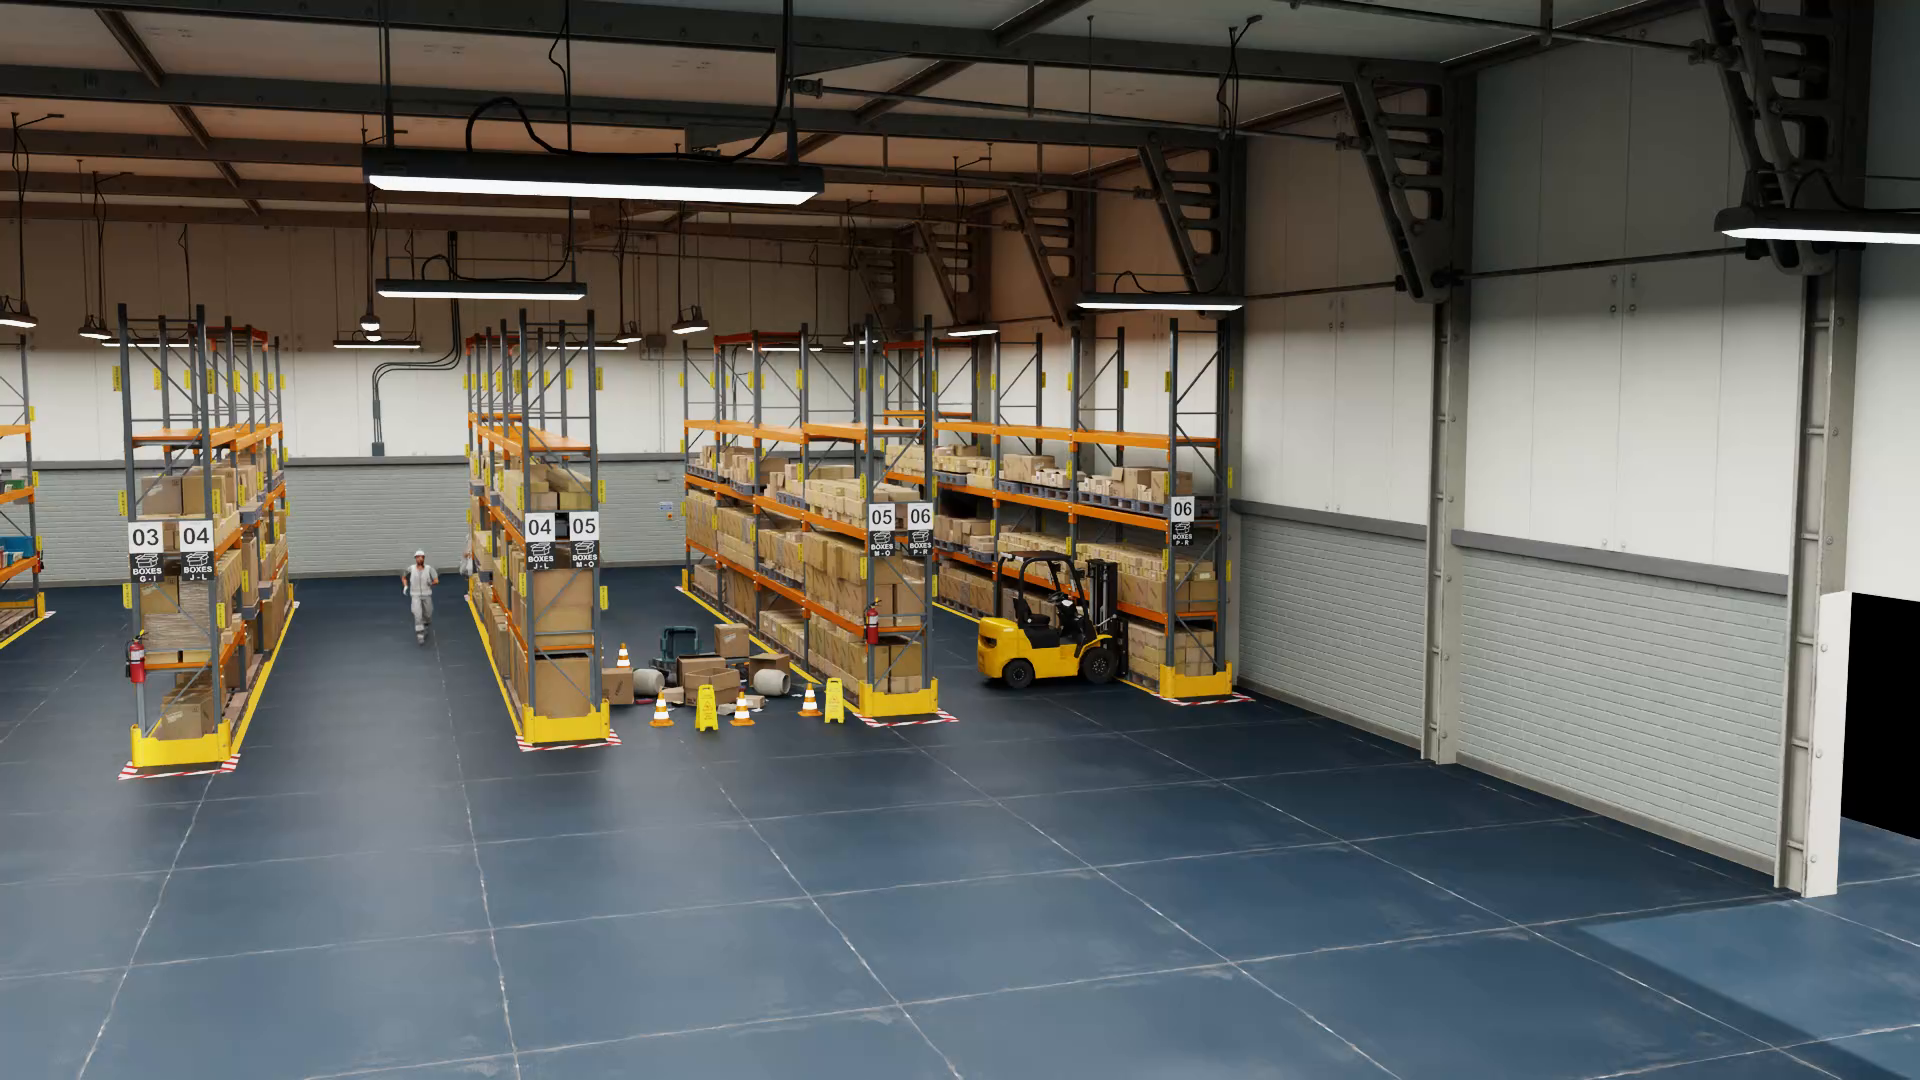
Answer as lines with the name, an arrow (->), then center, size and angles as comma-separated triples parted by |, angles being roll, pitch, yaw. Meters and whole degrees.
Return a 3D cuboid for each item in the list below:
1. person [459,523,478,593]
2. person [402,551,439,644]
person -> -11.489, 0.430, 39.255 | 0.596, 1.711, 0.692 | -5, 7, -41
person -> -10.351, 1.083, 31.915 | 0.656, 1.768, 0.963 | -2, 6, -22
